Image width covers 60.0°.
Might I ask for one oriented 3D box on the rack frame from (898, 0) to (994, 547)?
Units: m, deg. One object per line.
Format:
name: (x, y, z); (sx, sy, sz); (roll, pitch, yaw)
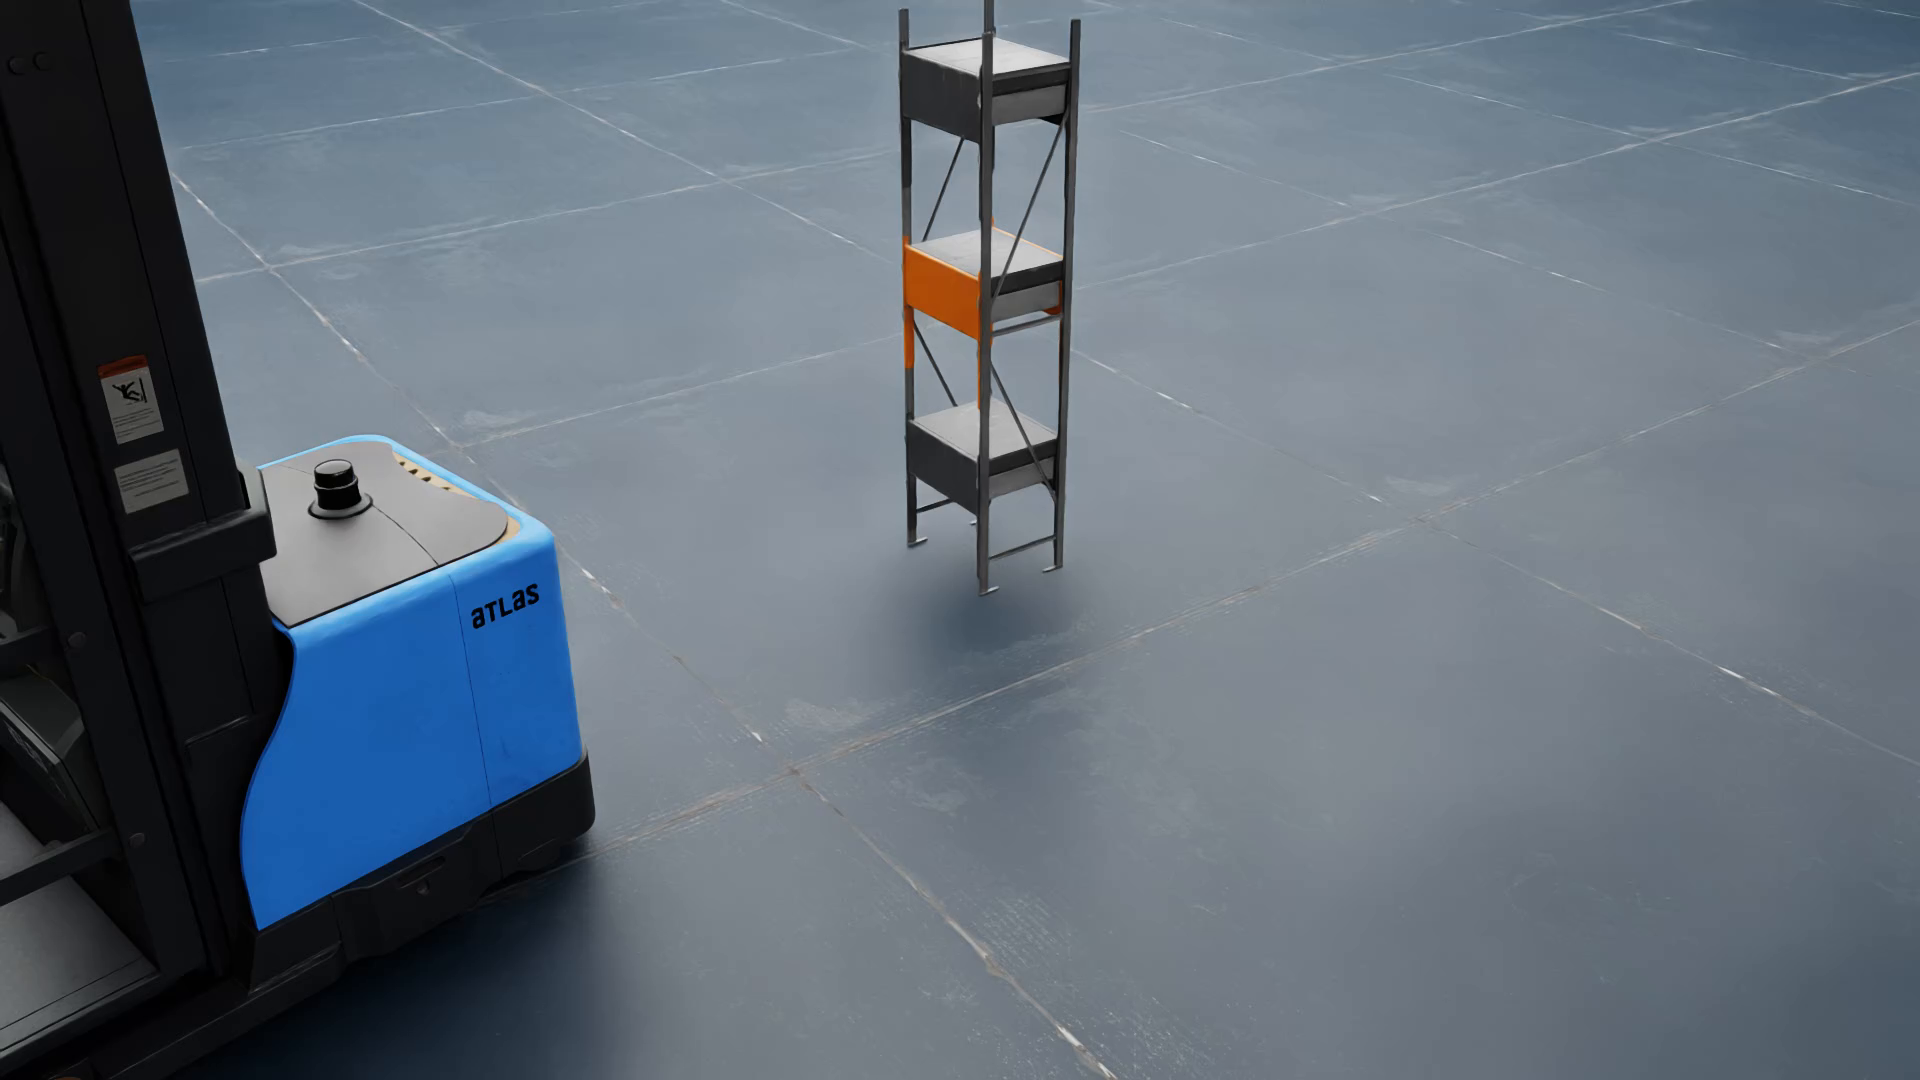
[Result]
rack frame: (-0.046, -0.953, 6.305); (0.400, 2.100, 0.015); (-19, 34, -31)

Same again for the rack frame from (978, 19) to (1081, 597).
rack frame: (0.238, -0.763, 5.956); (0.400, 2.100, 0.015); (-19, 34, -31)

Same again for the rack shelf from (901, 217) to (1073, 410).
rack shelf: (0.096, -0.846, 6.137); (0.431, 0.518, 0.480); (-19, 34, -31)

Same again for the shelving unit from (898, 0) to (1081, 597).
shelving unit: (0.096, -0.858, 6.130); (0.431, 2.100, 0.503); (-19, 34, -31)

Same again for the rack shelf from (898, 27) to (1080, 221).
rack shelf: (0.096, -1.461, 5.803); (0.431, 0.518, 0.480); (-19, 34, -31)

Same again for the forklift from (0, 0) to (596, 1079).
forklift: (-2.478, -0.022, 3.719); (1.130, 2.935, 3.031); (24, 37, 37)

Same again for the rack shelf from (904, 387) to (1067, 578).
rack shelf: (0.096, -0.231, 6.471); (0.431, 0.518, 0.480); (-19, 34, -31)
